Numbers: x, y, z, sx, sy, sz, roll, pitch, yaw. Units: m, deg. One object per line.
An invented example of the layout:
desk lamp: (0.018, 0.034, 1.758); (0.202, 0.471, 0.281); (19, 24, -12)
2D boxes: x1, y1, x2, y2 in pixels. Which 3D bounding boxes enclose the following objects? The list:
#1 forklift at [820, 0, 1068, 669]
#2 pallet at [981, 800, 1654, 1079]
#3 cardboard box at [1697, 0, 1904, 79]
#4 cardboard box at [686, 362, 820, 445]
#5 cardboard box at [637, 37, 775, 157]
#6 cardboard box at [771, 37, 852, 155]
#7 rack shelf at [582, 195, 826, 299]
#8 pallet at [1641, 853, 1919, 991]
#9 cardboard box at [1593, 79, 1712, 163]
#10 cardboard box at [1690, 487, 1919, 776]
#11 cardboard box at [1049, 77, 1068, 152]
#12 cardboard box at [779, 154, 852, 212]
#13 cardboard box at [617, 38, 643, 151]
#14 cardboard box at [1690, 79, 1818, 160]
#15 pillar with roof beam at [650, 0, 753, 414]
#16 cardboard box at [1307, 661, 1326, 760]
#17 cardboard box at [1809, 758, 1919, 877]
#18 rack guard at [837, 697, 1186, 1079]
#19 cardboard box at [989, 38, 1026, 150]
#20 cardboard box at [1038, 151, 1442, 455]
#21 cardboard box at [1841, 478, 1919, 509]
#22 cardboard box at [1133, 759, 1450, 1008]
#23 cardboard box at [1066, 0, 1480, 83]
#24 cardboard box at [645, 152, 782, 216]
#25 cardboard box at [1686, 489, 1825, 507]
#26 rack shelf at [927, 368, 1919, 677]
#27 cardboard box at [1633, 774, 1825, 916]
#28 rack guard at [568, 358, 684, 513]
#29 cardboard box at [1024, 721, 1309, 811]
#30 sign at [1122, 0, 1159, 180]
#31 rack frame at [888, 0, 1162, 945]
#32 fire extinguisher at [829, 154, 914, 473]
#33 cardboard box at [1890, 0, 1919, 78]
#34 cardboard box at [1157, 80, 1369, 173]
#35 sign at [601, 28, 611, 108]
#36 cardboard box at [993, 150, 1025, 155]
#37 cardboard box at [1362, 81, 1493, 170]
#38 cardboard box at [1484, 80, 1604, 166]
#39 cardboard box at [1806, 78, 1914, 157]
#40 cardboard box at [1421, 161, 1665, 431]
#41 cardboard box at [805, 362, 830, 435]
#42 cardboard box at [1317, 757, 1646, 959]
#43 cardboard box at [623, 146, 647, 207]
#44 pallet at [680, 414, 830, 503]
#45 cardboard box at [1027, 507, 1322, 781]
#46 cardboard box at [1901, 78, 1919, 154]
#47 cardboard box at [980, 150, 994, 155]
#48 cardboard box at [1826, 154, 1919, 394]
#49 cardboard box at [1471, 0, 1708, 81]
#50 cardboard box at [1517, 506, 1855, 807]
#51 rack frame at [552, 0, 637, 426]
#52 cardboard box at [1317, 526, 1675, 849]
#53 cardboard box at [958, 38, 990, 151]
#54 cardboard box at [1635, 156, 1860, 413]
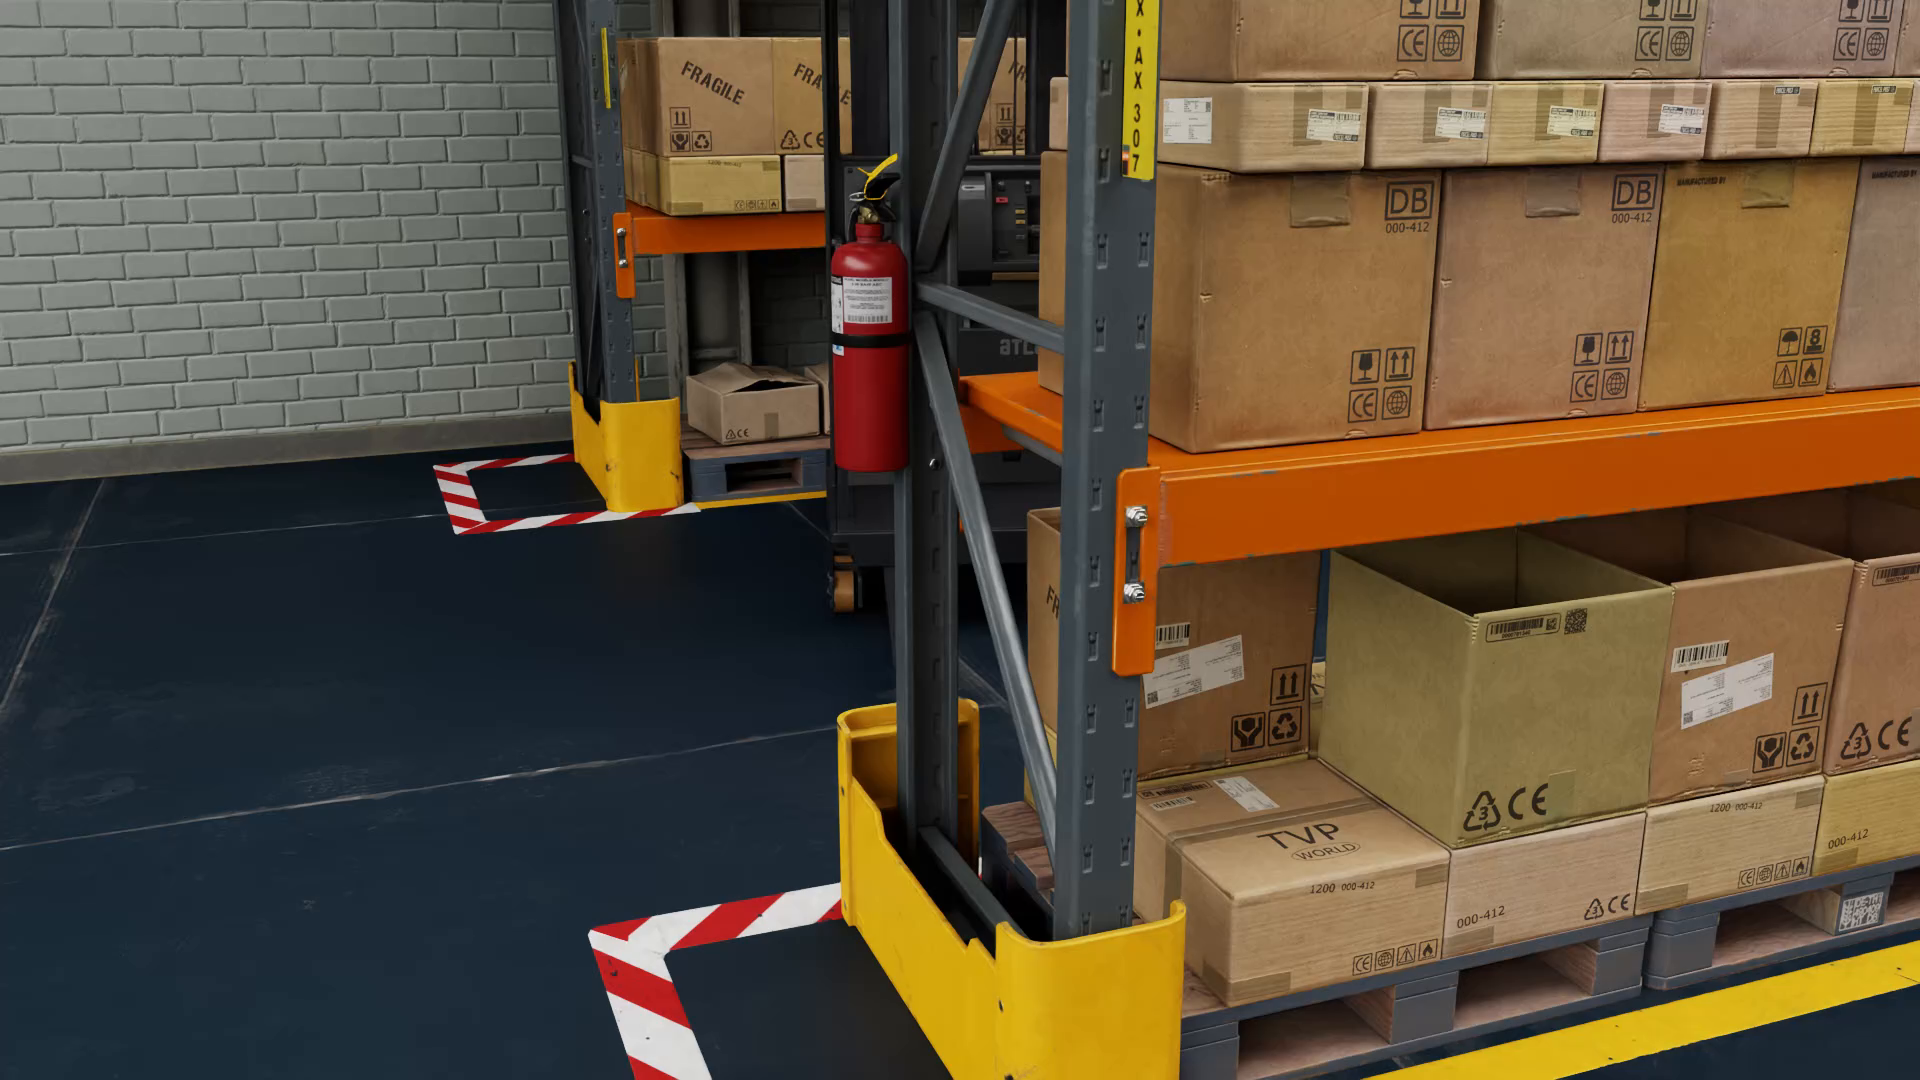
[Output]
forklift: (0.047, -1.229, 6.082); (1.130, 2.935, 3.031); (-1, 16, -4)
pallet: (0.784, 0.832, 3.889); (1.213, 0.211, 1.003); (-6, 17, -20)
cardboard box: (1.535, -1.242, 3.525); (0.500, 0.500, 0.700); (-6, 17, -20)
cardboard box: (-1.013, -0.687, 8.107); (0.500, 0.311, 0.500); (-8, 18, -26)
cardboard box: (-1.138, -1.987, 7.440); (0.500, 0.500, 0.500); (-6, 17, -20)
cardboard box: (-0.673, -2.034, 7.601); (0.500, 0.500, 0.500); (-6, 17, -20)
rack shelf: (0.177, -1.577, 8.421); (4.000, 0.370, 1.077); (-6, 17, -20)
pallet: (1.922, 0.710, 4.304); (1.213, 0.211, 1.003); (-6, 17, -20)
cardboard box: (1.244, -0.836, 3.294); (0.250, 0.149, 0.380); (-6, 18, -21)
cardboard box: (2.067, 0.195, 3.916); (0.500, 0.500, 0.500); (-6, 17, -20)
cardboard box: (0.374, -0.865, 3.392); (0.250, 0.149, 0.380); (-6, 18, -21)
cardboard box: (-0.642, -1.680, 7.725); (0.500, 0.250, 0.500); (-7, 18, -22)
cardboard box: (-1.327, -2.121, 7.898); (0.500, 0.500, 0.500); (-6, 18, -21)
cardboard box: (1.492, -0.864, 3.388); (0.250, 0.149, 0.380); (-7, 18, -22)
pillar with roof beam: (0.194, -3.764, 3.946); (0.400, 9.000, 9.100); (-6, 17, -20)
cardboard box: (0.943, 0.515, 4.155); (0.500, 0.250, 0.500); (-6, 17, -20)
cardboard box: (2.067, 0.554, 4.022); (0.500, 0.250, 0.500); (-6, 17, -20)
rack guard: (0.063, 0.784, 3.540); (0.348, 0.500, 1.175); (-6, 17, -20)
cardboard box: (0.290, -2.140, 7.961); (0.500, 0.500, 0.500); (-6, 17, -18)
cardboard box: (0.526, -0.509, 3.331); (0.500, 0.500, 0.700); (-6, 17, -20)
cardboard box: (2.529, 0.140, 4.101); (0.500, 0.500, 0.500); (-6, 17, -20)
cardboard box: (0.665, 0.705, 3.509); (0.500, 0.250, 0.500); (-6, 17, -20)
cardboard box: (0.575, -1.137, 3.166); (0.500, 0.500, 0.700); (-6, 17, -20)
cardboard box: (-1.122, -1.624, 7.534); (0.500, 0.250, 0.500); (-7, 18, -22)
cardboard box: (1.875, 0.053, 4.396); (0.500, 0.500, 0.500); (-6, 17, -20)
rack shelf: (1.953, -0.274, 3.984); (4.000, 0.370, 1.077); (-6, 17, -20)
cardboard box: (1.598, 0.603, 3.855); (0.500, 0.250, 0.500); (-6, 17, -20)
rack guard: (-1.620, -0.529, 8.011); (0.348, 0.500, 1.175); (-6, 17, -20)
cardboard box: (0.480, 0.569, 3.973); (0.500, 0.250, 0.500); (-6, 17, -20)
sign: (0.278, -0.724, 2.563); (0.005, 0.325, 0.100); (-6, 17, -20)
rack frame: (0.085, -0.417, 3.196); (0.127, 3.000, 1.000); (-6, 17, -20)
fire extinguisher: (-0.192, -0.491, 3.582); (0.183, 0.674, 0.296); (-6, 17, -20)
cardboard box: (2.002, -1.293, 3.697); (0.500, 0.500, 0.700); (-6, 17, -20)
cardboard box: (0.528, -0.760, 3.032); (0.250, 0.149, 0.380); (-6, 18, -20)
sign: (-1.497, -1.993, 7.025); (0.005, 0.325, 0.100); (-6, 17, -20)
cardboard box: (0.309, -1.780, 8.066); (0.500, 0.250, 0.500); (-6, 17, -20)
cardboard box: (0.774, -0.787, 3.125); (0.250, 0.149, 0.380); (-7, 18, -22)
cardboard box: (1.007, -0.812, 3.210); (0.250, 0.149, 0.380); (-6, 17, -20)
cardboard box: (1.730, -0.890, 3.476); (0.250, 0.149, 0.380); (-6, 18, -21)
cardboard box: (1.014, -0.563, 3.515); (0.500, 0.500, 0.700); (-6, 17, -19)
cardboard box: (-0.480, -0.745, 8.302); (0.500, 0.311, 0.500); (-5, 17, -15)
cardboard box: (1.131, 0.653, 3.684); (0.500, 0.250, 0.500); (-6, 17, -20)
cardboard box: (-1.324, -1.756, 7.985); (0.500, 0.250, 0.500); (-6, 17, -19)
pallet: (-0.849, -0.463, 8.299); (1.213, 0.211, 1.003); (-6, 17, -20)
cardboard box: (0.479, 0.208, 3.869); (0.500, 0.500, 0.500); (-6, 17, -20)
cardboard box: (1.964, -0.914, 3.559); (0.250, 0.149, 0.380); (-6, 17, -20)
cardboard box: (-0.164, -1.730, 7.895); (0.500, 0.250, 0.500); (-6, 18, -21)
cardboard box: (1.970, -0.666, 3.865); (0.500, 0.500, 0.700); (-6, 17, -18)
cardboard box: (1.064, -1.191, 3.351); (0.500, 0.500, 0.700); (-7, 18, -22)
cardboard box: (1.594, 0.240, 3.760); (0.500, 0.500, 0.500); (-6, 17, -20)
rack frame: (-1.691, -1.720, 7.633); (0.127, 3.000, 1.000); (-6, 17, -20)
cardboard box: (1.132, 0.294, 3.577); (0.500, 0.500, 0.500); (-6, 17, -20)
cardboard box: (-0.188, -2.084, 7.773); (0.500, 0.500, 0.500); (-7, 18, -22)
cardboard box: (1.480, -0.612, 3.681); (0.500, 0.500, 0.700); (-6, 17, -20)
